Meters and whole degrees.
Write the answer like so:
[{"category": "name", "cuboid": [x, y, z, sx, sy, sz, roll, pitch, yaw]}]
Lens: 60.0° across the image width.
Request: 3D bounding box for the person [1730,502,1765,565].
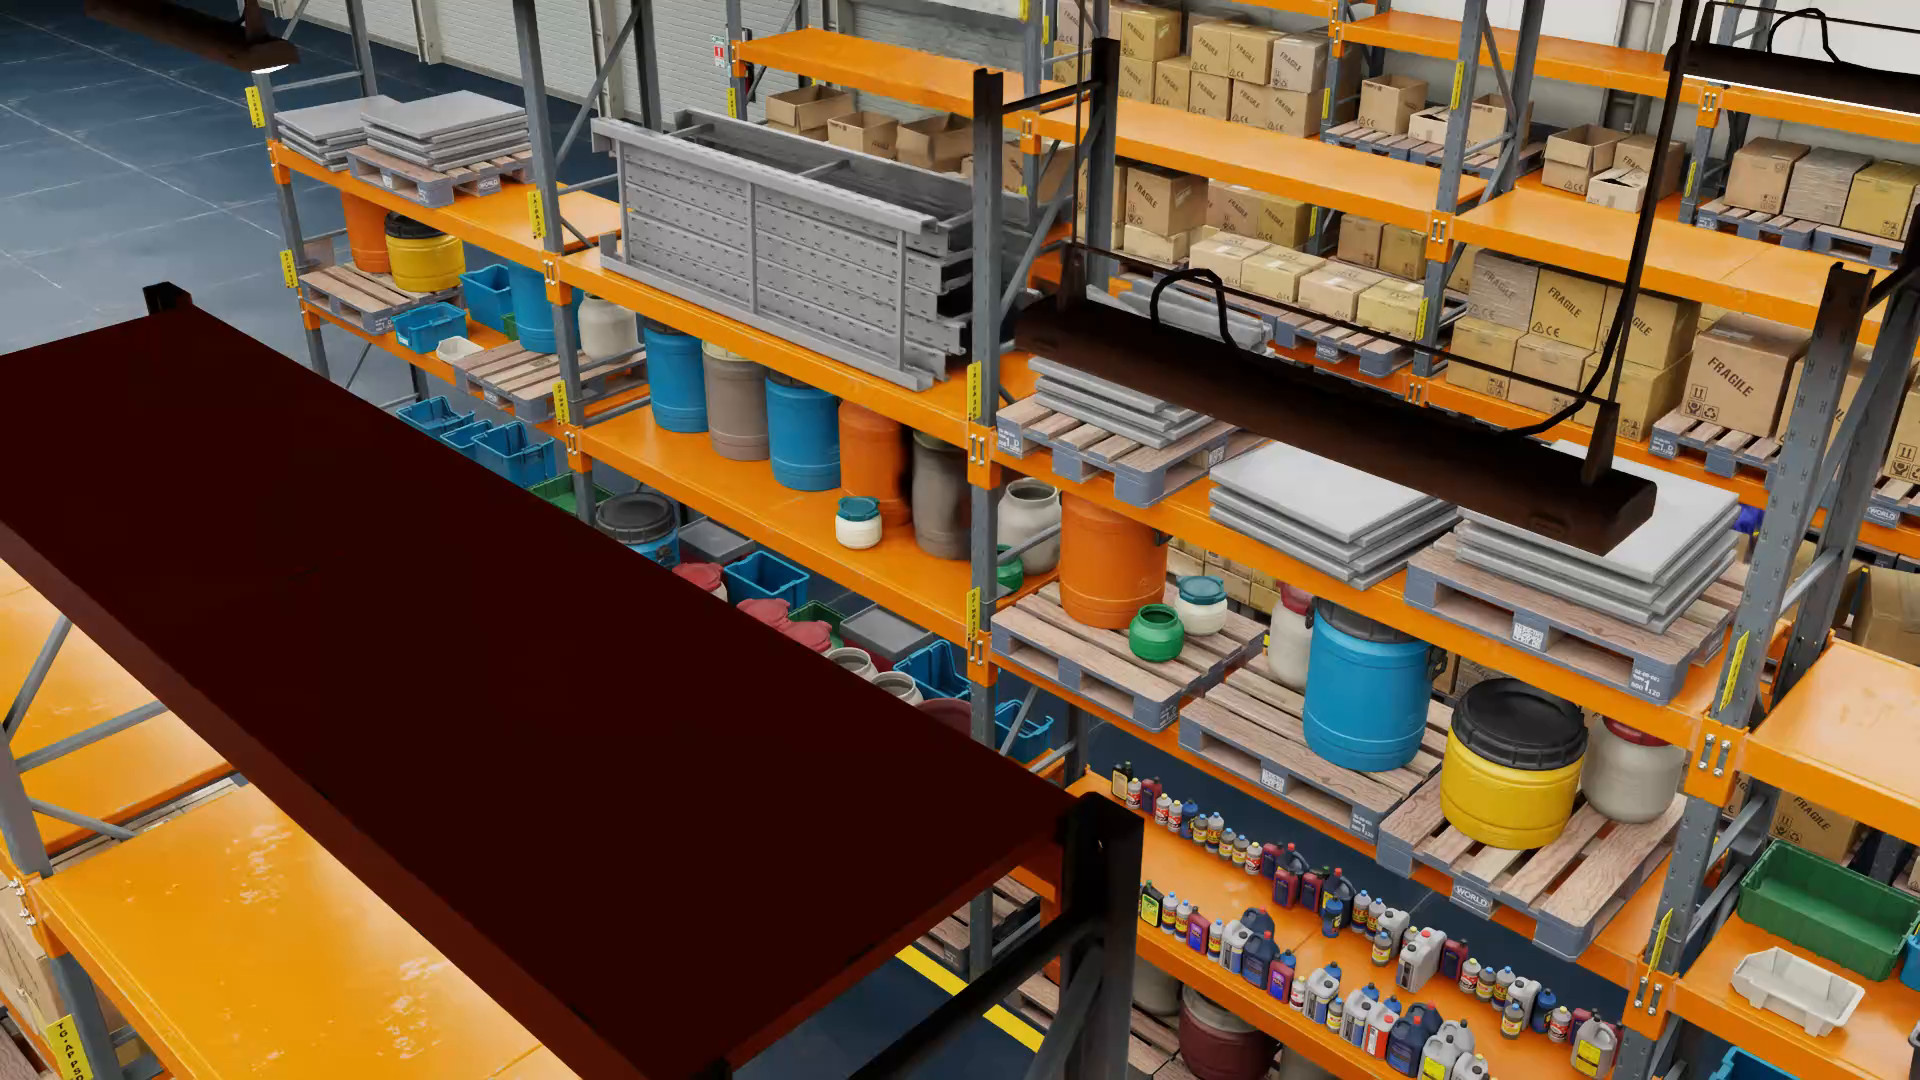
[{"category": "person", "cuboid": [6.598, 0.241, 14.165, 0.576, 1.649, 0.898, -26, 38, -37]}]
